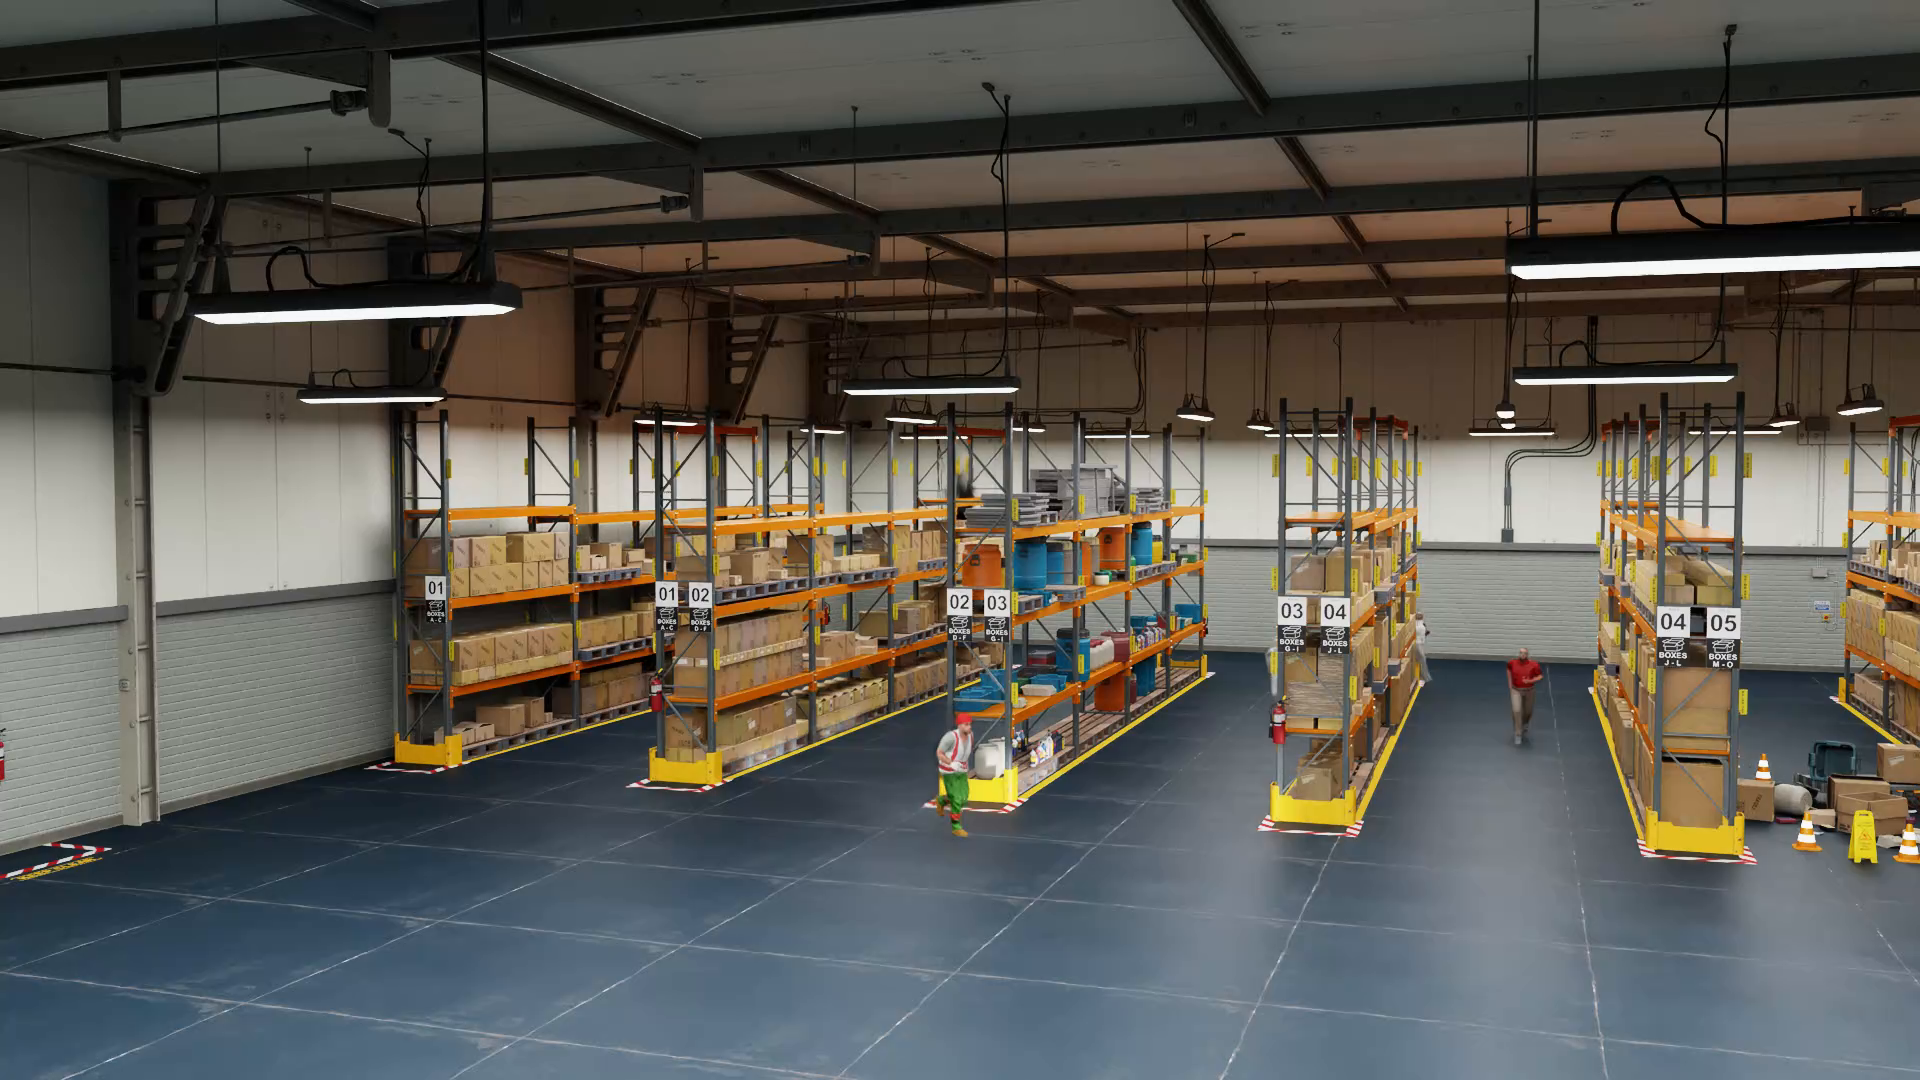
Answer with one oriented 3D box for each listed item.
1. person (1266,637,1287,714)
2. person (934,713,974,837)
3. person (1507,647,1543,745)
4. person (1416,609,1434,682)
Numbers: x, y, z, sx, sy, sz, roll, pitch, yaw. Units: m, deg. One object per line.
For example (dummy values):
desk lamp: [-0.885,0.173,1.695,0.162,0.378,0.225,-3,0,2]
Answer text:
person: [6.321,2.733,32.657,0.661,1.779,1.080,1,3,17]
person: [-0.097,3.190,22.720,0.654,1.712,0.812,-2,3,-37]
person: [10.380,2.854,30.582,0.612,1.782,1.068,1,3,15]
person: [10.839,2.484,39.400,0.945,1.723,0.572,2,3,43]
